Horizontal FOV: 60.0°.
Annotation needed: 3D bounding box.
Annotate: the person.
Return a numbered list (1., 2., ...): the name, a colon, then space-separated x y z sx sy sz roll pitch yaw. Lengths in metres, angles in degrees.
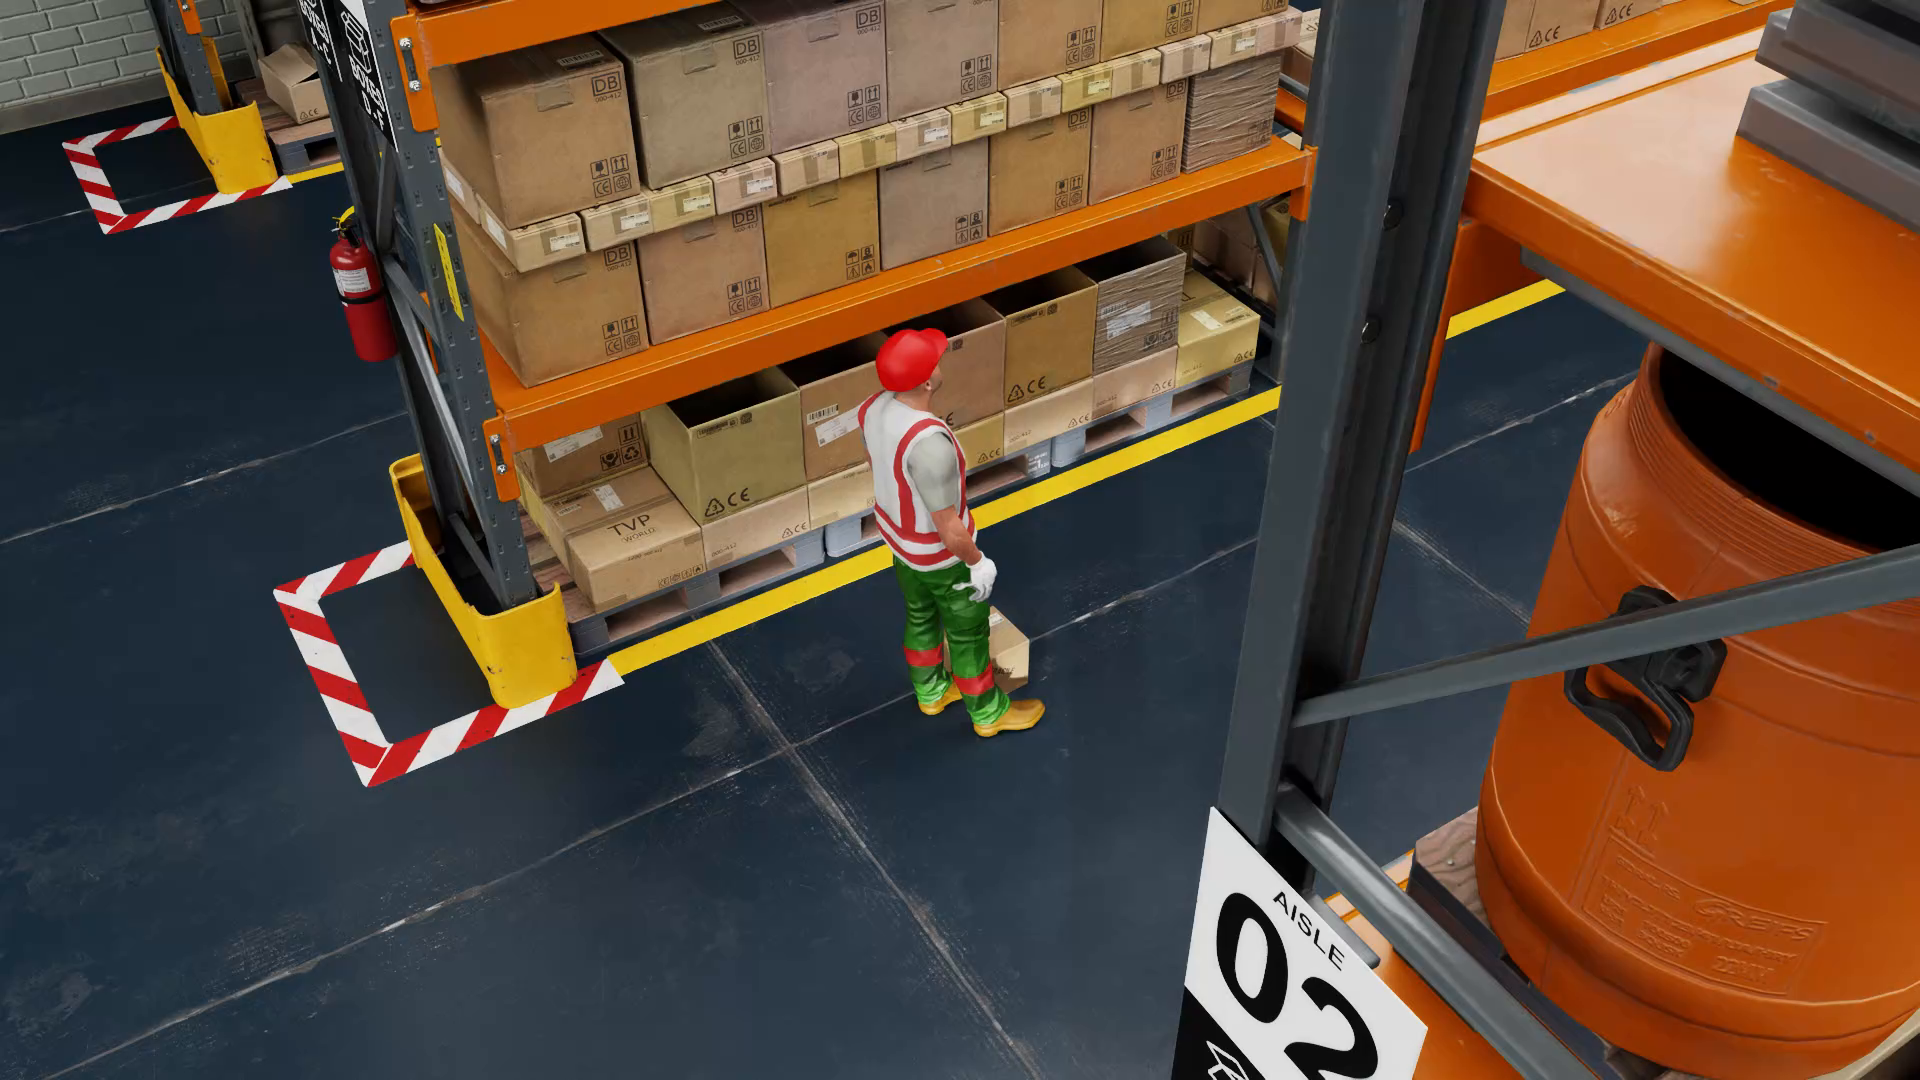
1. person: -0.038 -0.032 6.162 0.561 1.790 0.638 -22 45 -24
